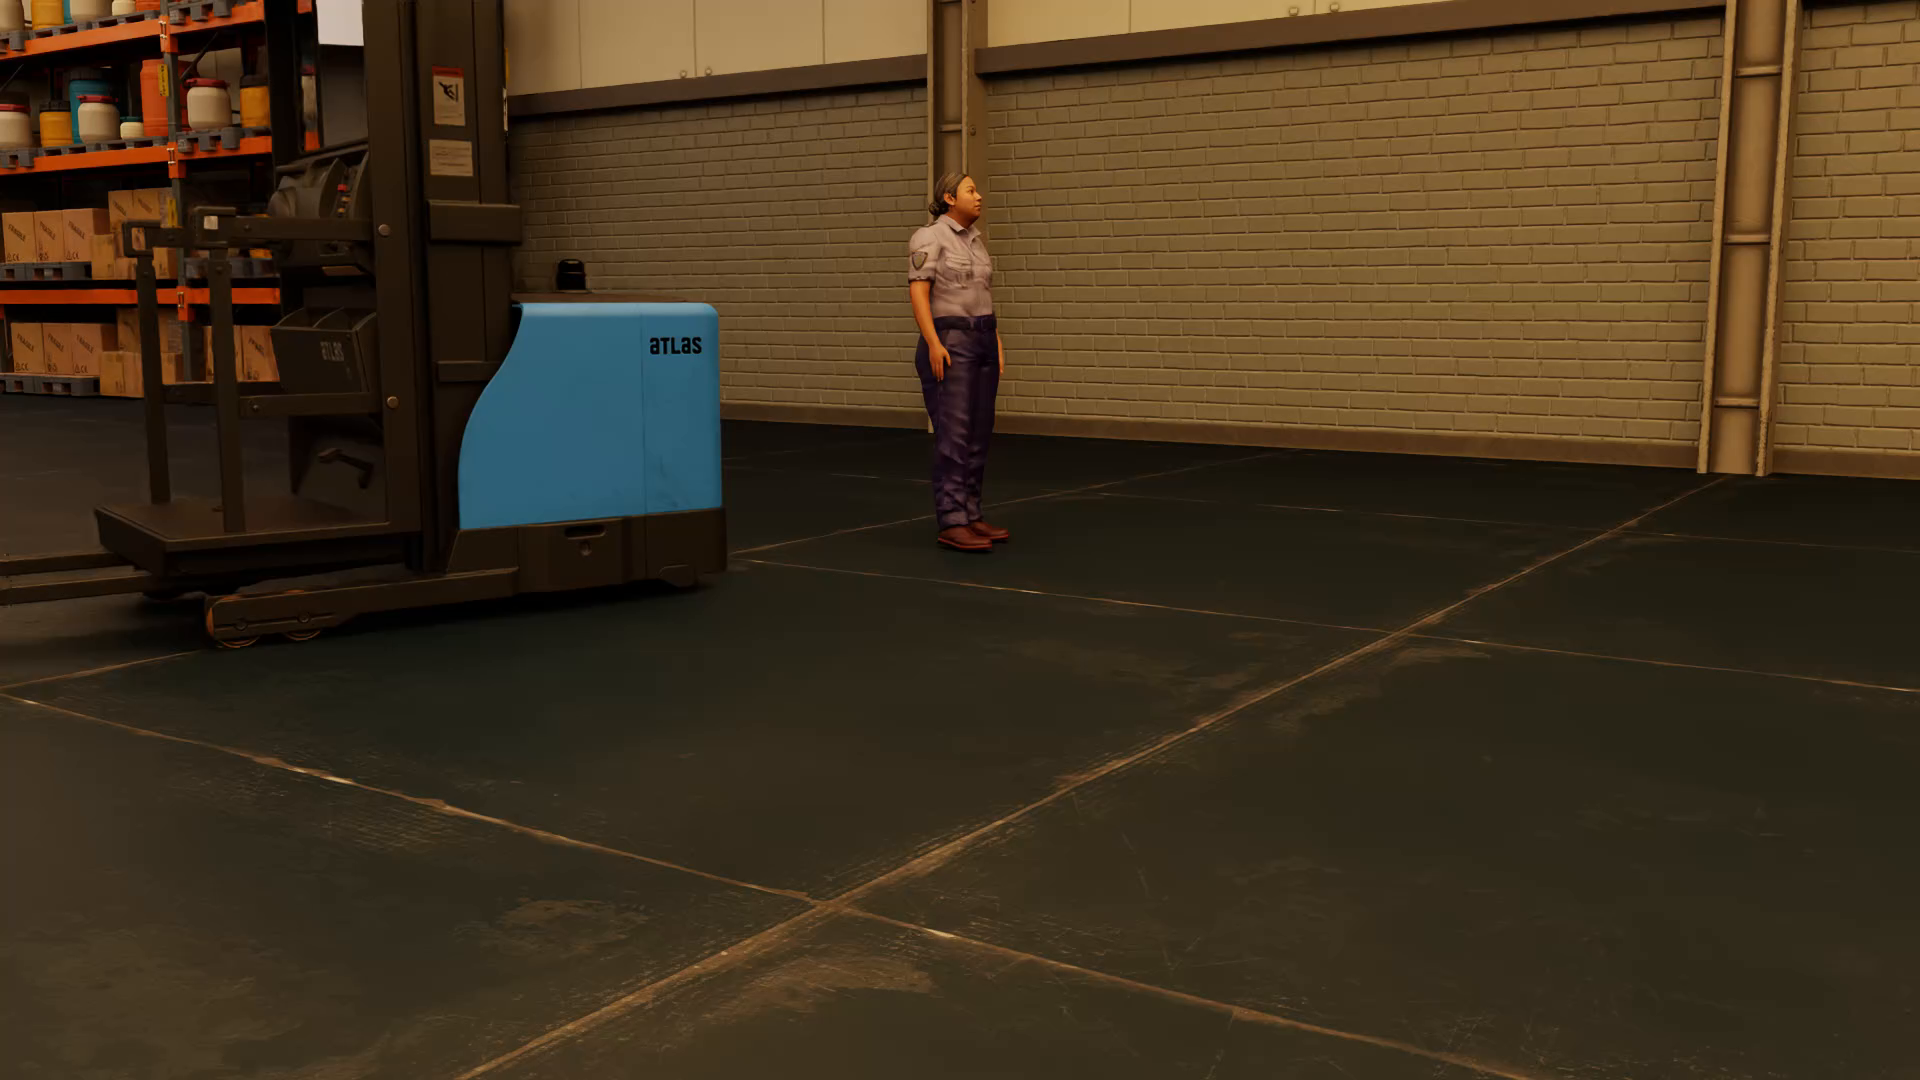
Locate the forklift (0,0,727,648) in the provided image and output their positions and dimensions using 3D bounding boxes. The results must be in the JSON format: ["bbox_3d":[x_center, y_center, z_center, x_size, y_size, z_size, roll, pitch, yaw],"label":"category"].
[{"bbox_3d":[-2.361,-1.195,5.594,3.031,2.935,1.130,-6,10,-37],"label":"forklift"}]

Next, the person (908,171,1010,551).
[{"bbox_3d":[0.061,-0.813,7.419,0.503,1.650,0.599,5,10,34],"label":"person"}]
